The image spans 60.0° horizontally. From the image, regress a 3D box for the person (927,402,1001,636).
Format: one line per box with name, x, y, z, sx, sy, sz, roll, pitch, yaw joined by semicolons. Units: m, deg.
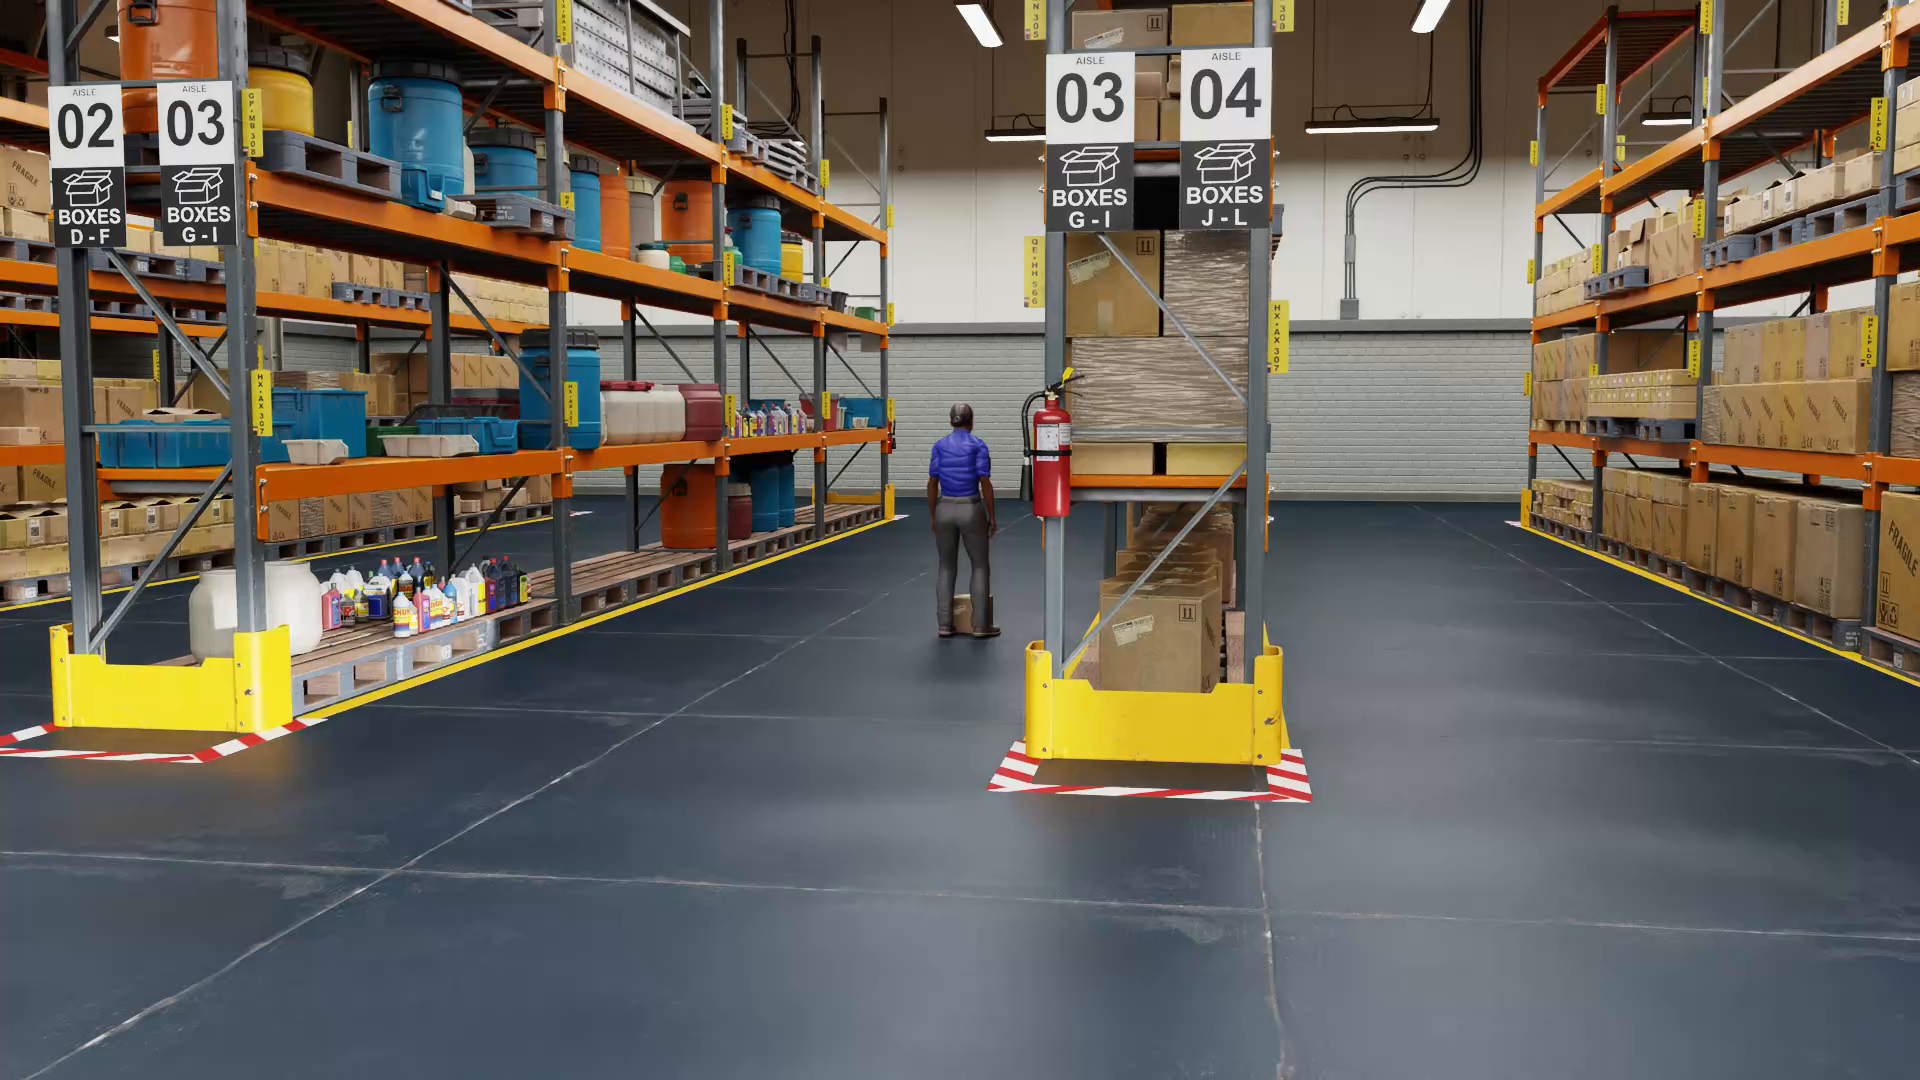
person;0.018;-0.148;11.768;0.506;1.655;0.346;2;5;19
